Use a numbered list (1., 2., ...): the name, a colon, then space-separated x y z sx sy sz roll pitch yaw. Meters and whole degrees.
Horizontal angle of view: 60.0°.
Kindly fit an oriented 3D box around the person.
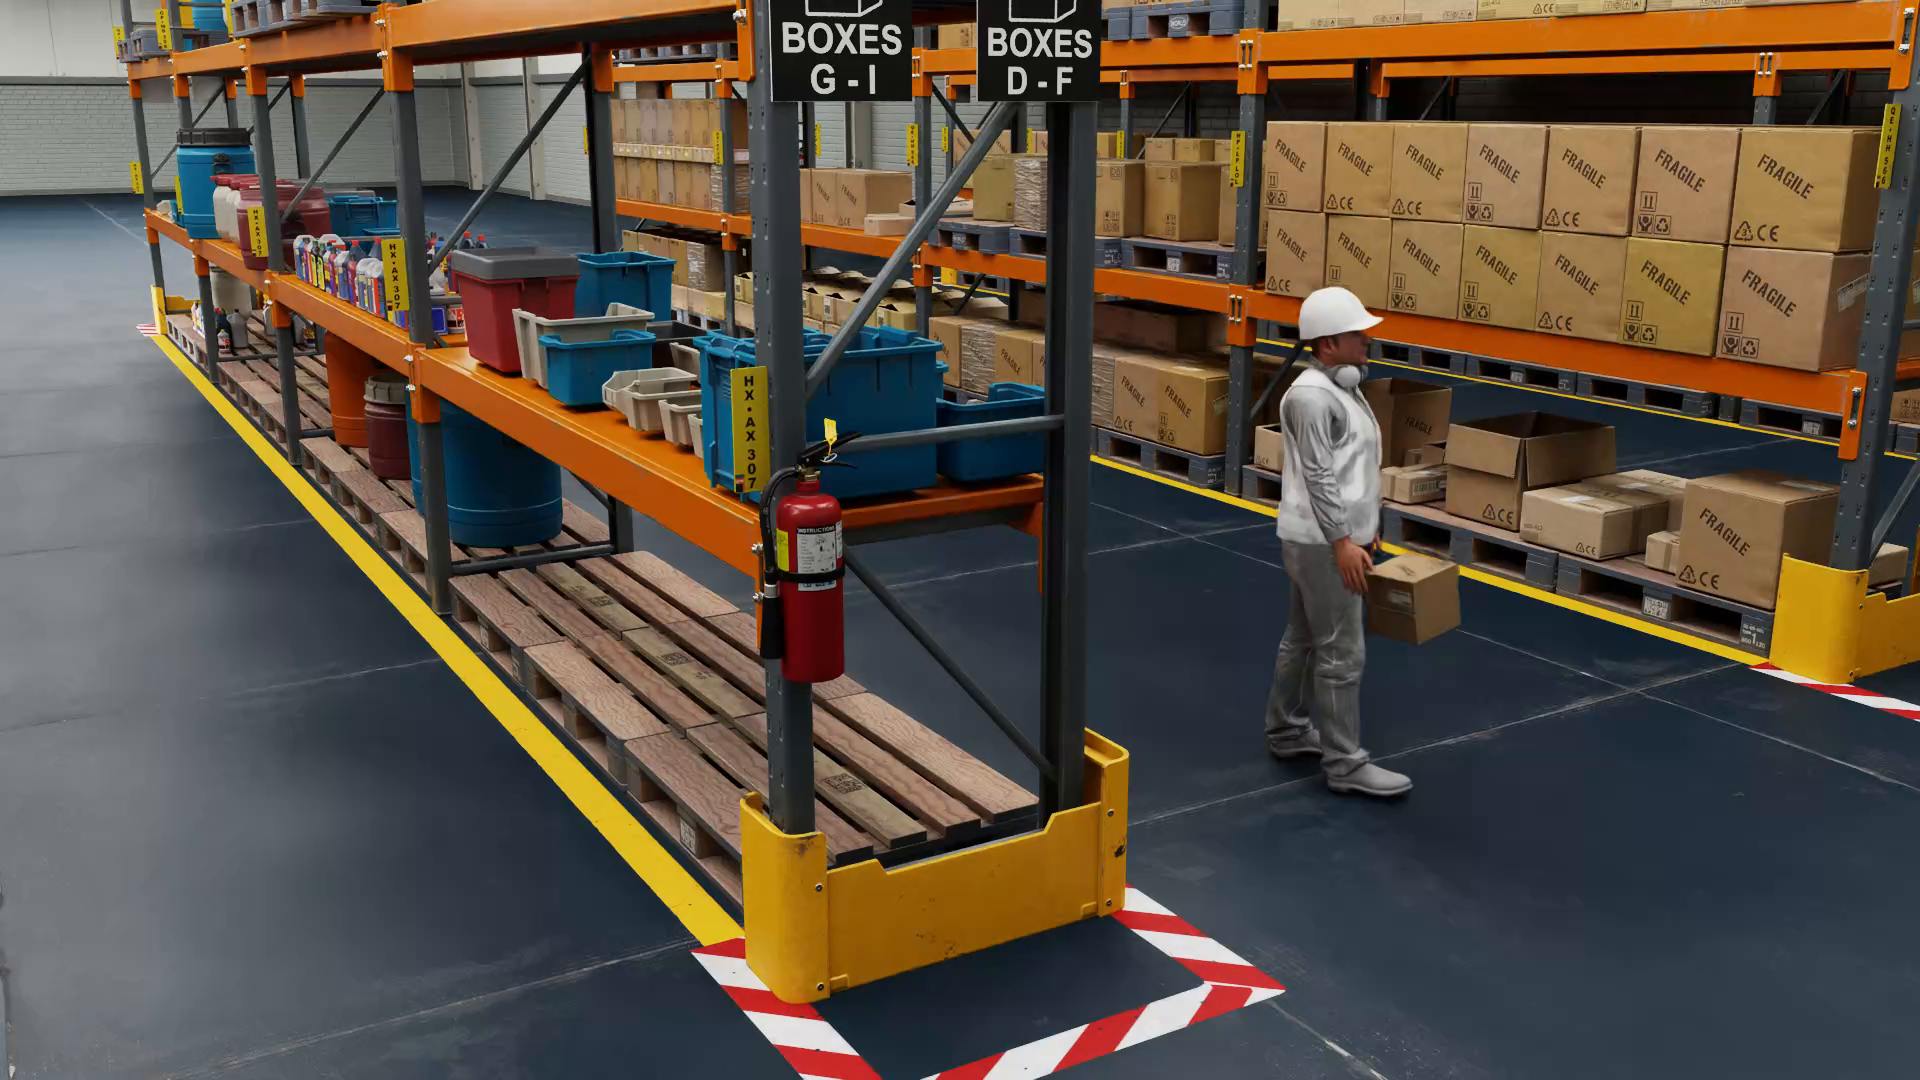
1. person: 1.396 -0.005 5.933 0.572 1.773 0.614 5 16 19
